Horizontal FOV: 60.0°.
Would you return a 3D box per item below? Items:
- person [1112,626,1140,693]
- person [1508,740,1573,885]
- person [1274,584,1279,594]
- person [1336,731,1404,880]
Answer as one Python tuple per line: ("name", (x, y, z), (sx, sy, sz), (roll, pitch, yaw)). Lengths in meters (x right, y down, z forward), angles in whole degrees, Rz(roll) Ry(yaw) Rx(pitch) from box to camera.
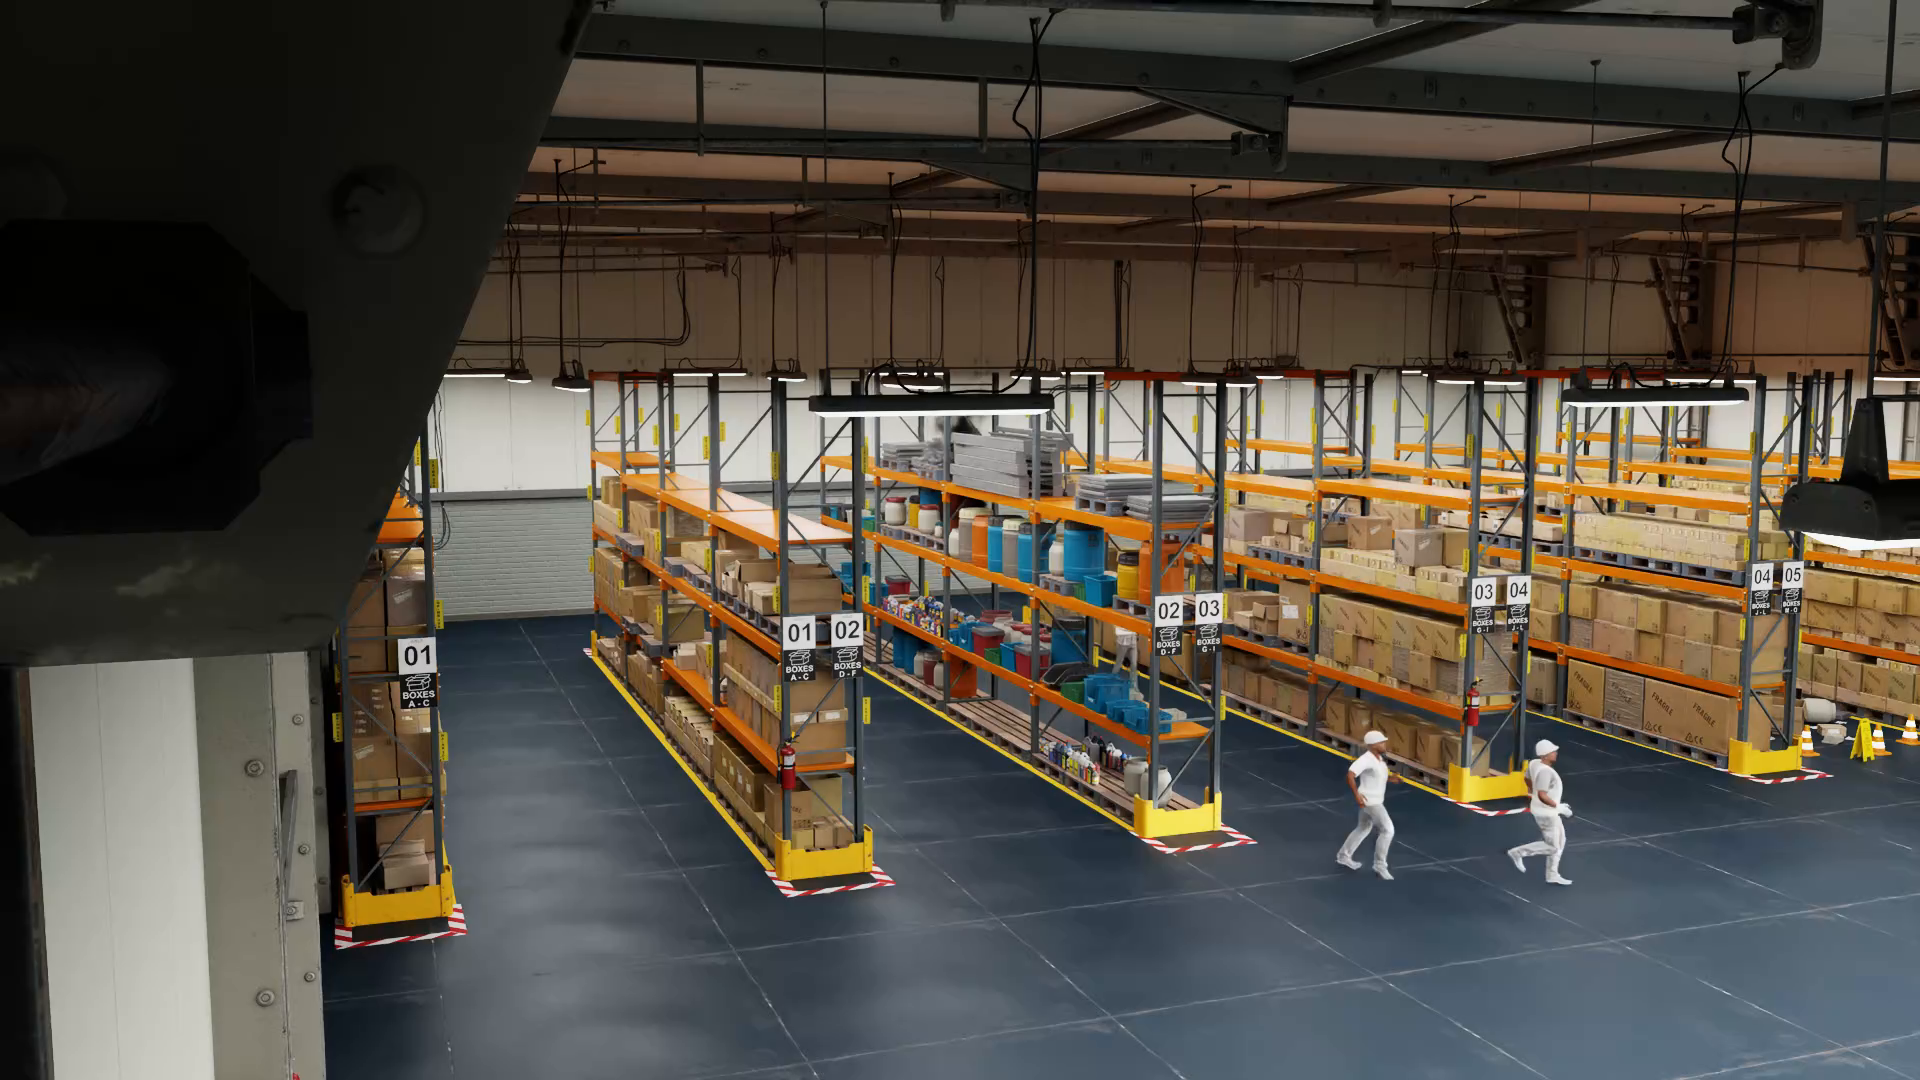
("person", (2.971, 1.909, 29.561), (0.557, 1.765, 0.780), (-3, 7, -28))
("person", (6.962, 3.257, 19.912), (0.767, 1.757, 0.688), (1, 6, 10))
("person", (7.912, 0.877, 40.936), (0.716, 1.771, 0.781), (-6, 9, -42))
("person", (4.995, 3.213, 20.238), (0.775, 1.826, 0.678), (2, 7, 14))
